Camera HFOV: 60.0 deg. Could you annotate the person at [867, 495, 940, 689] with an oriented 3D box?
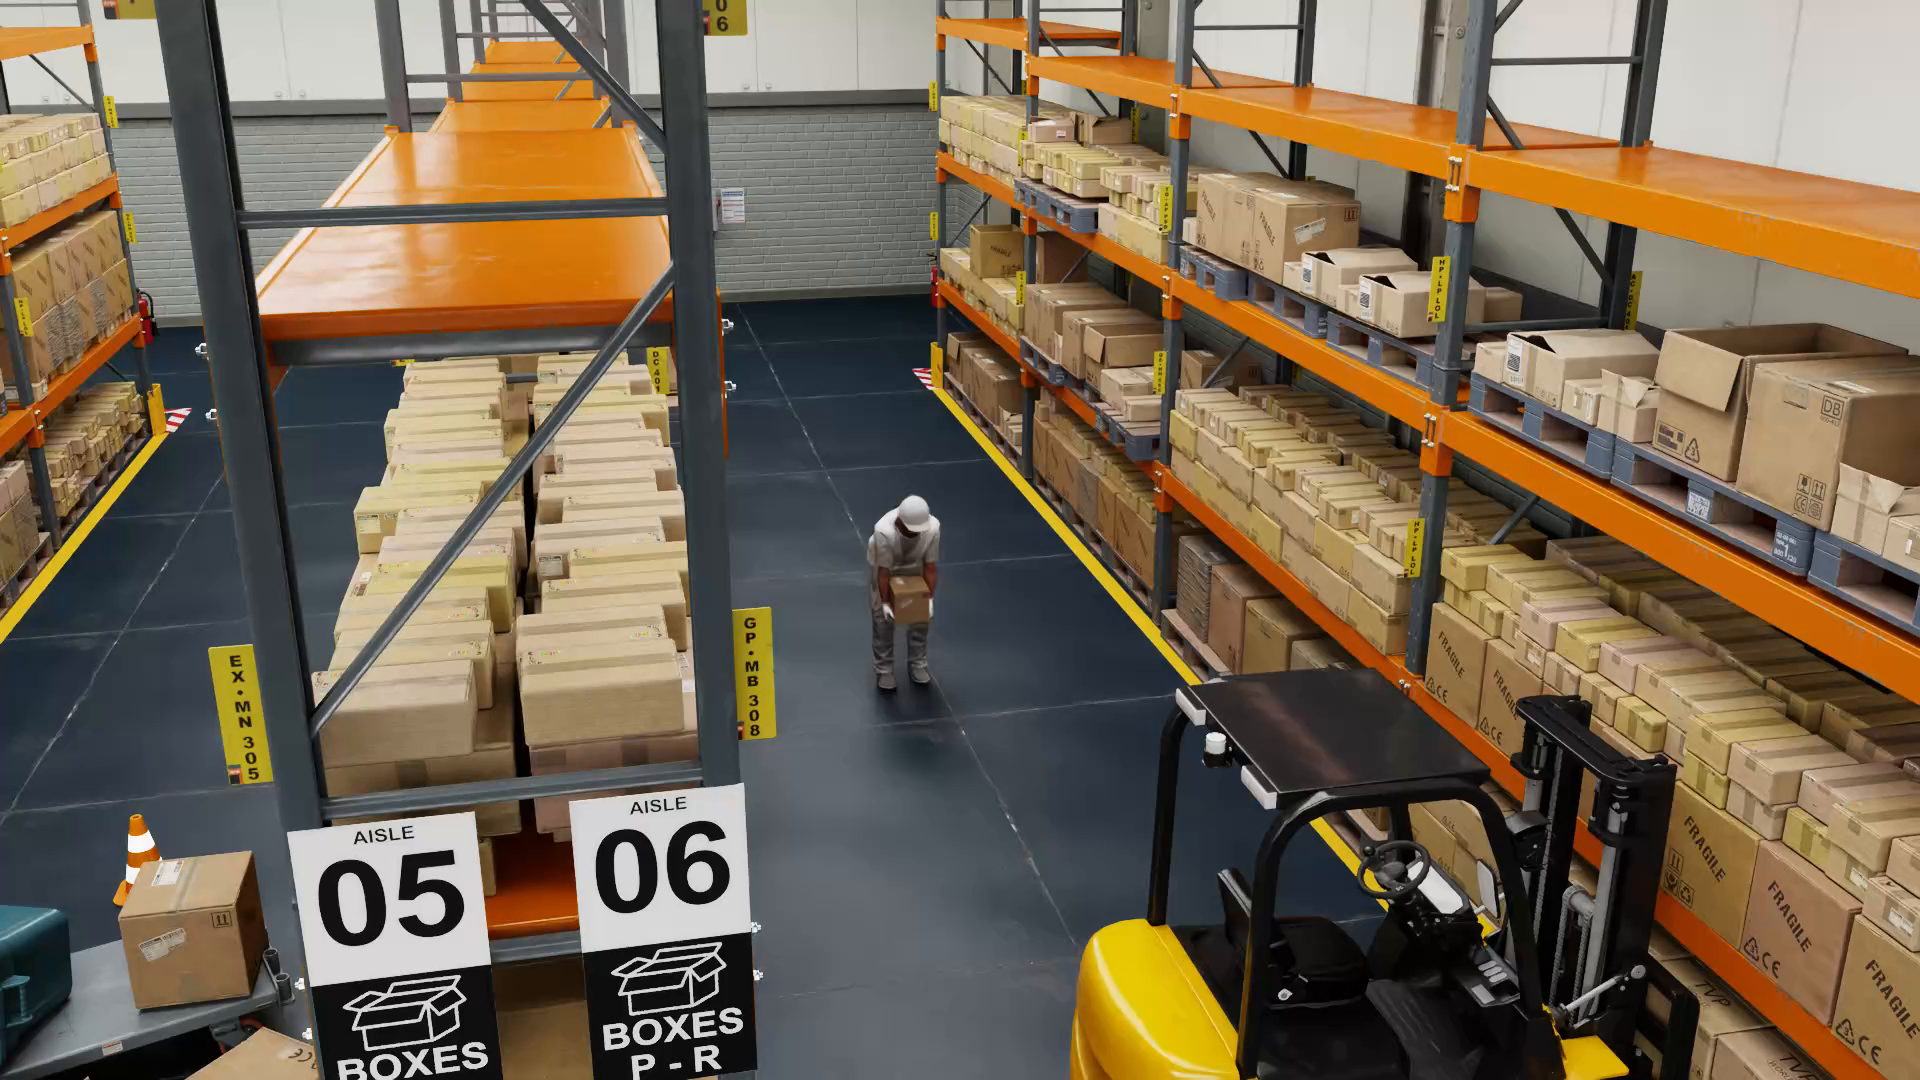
[{"bbox_3d":[-0.383,0.338,11.756,0.471,1.544,0.823,-5,20,-14],"label":"person"}]
